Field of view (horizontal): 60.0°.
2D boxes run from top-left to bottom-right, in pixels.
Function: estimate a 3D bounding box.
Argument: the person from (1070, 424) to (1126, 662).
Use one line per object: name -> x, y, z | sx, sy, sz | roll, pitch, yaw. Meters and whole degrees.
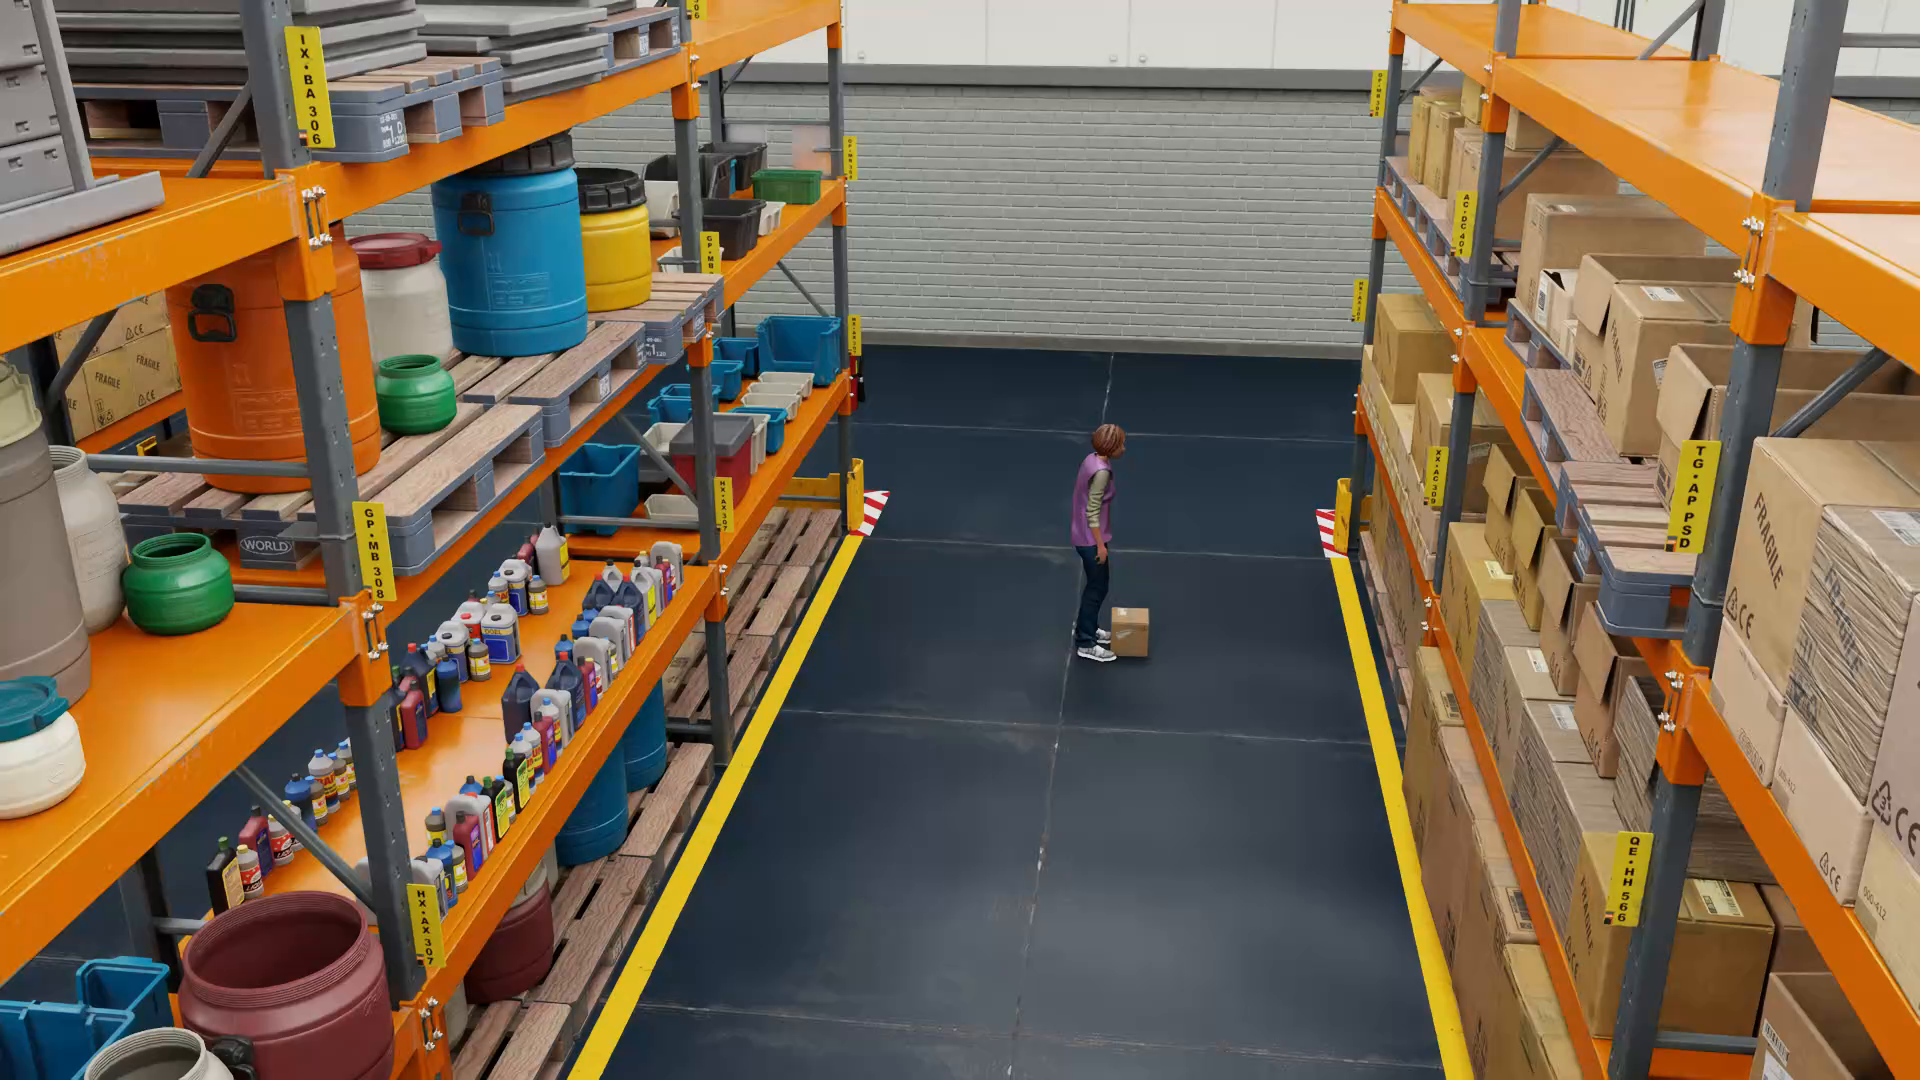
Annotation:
person -> 0.909, -0.005, 11.113 | 0.347, 1.592, 0.482 | 1, 22, 3
